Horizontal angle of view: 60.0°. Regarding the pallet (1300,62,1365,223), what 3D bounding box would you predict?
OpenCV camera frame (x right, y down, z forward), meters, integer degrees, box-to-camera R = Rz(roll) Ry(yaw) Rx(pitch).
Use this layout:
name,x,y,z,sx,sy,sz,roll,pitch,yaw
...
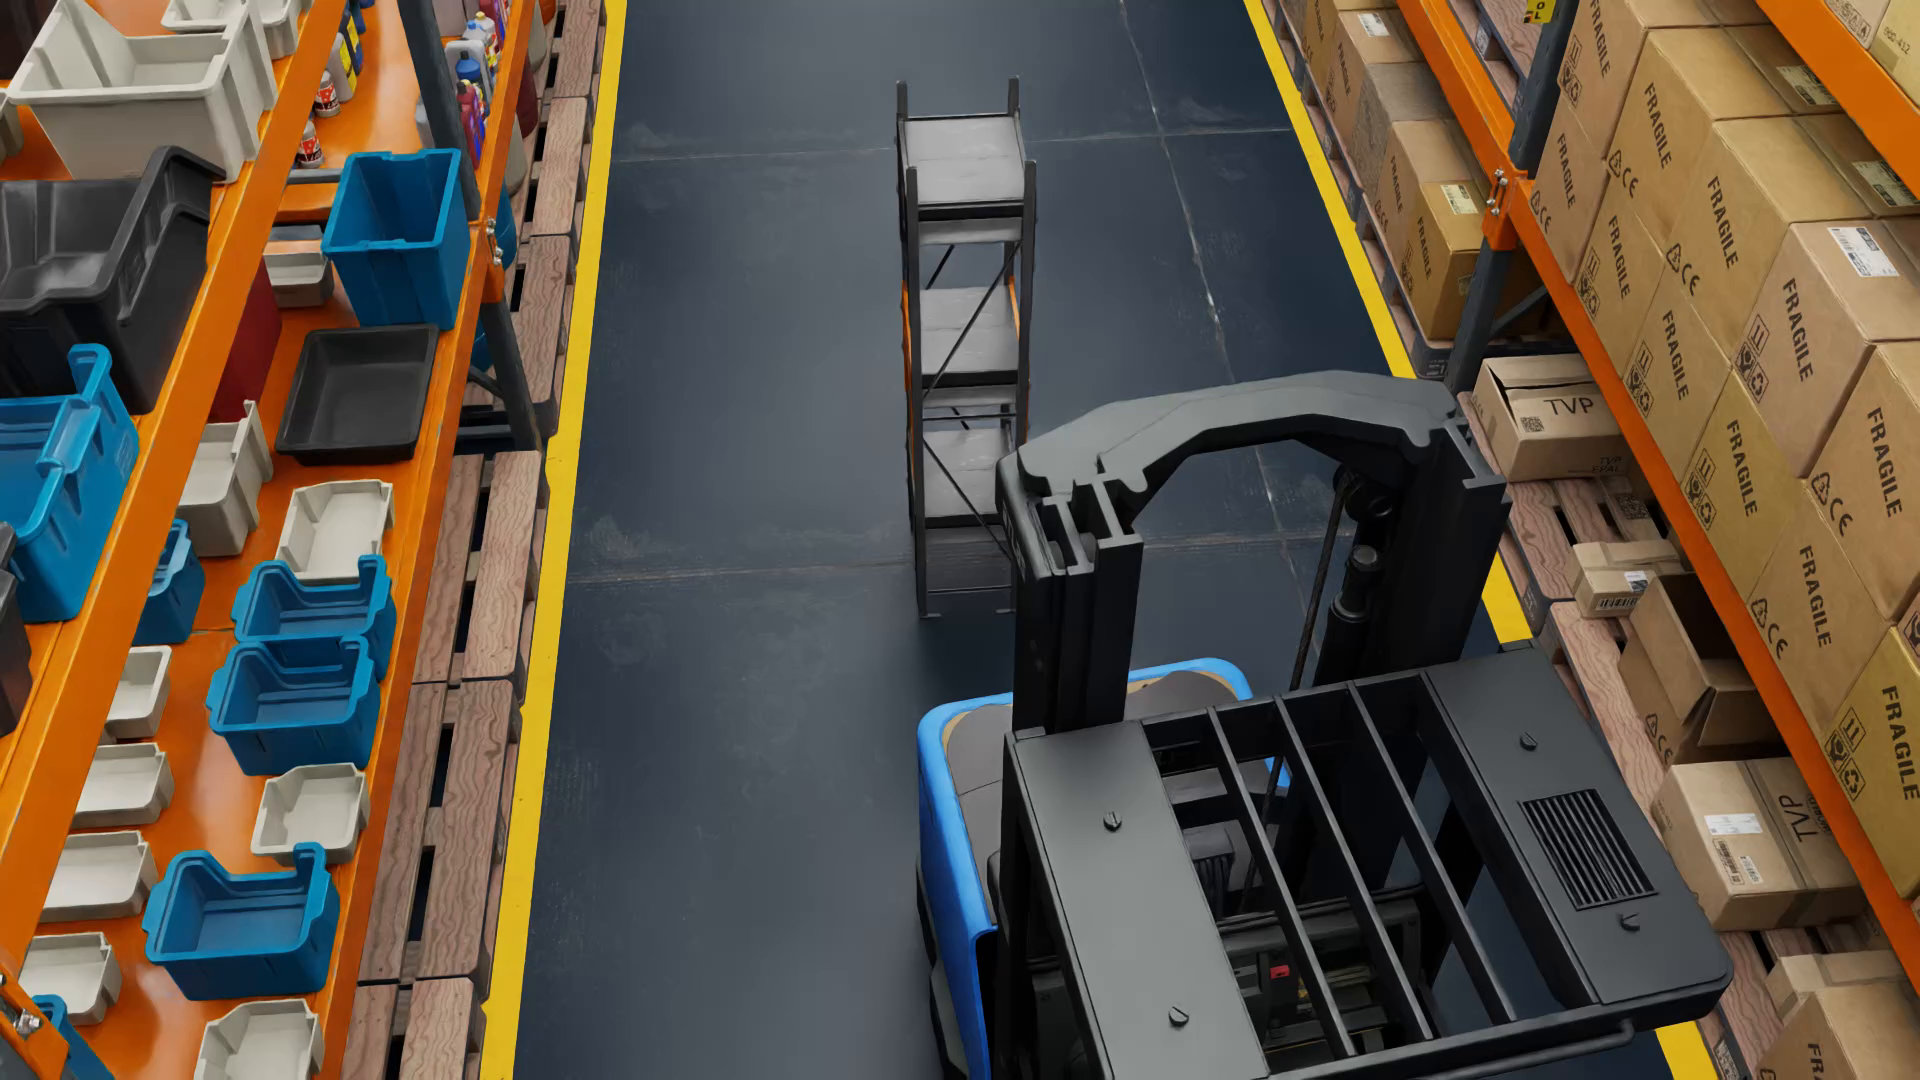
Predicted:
name,x,y,z,sx,sy,sz,roll,pitch,yaw
pallet,2.429,-2.136,8.764,1.003,0.211,1.213,-3,47,-3

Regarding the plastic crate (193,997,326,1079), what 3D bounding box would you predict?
name,x,y,z,sx,sy,sz,roll,pitch,yaw
plastic crate,-1.598,1.203,3.822,0.250,0.136,0.298,-3,47,-3

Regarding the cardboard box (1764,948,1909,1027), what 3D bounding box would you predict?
name,x,y,z,sx,sy,sz,roll,pitch,yaw
cardboard box,2.740,1.416,5.128,0.380,0.166,0.250,-3,47,-3

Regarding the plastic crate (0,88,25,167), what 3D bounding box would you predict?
name,x,y,z,sx,sy,sz,roll,pitch,yaw
plastic crate,-2.382,-0.852,3.743,0.437,0.136,0.530,-3,47,-3

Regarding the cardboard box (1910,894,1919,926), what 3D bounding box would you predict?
name,x,y,z,sx,sy,sz,roll,pitch,yaw
cardboard box,2.666,0.928,3.873,0.500,0.500,0.500,-2,47,-2

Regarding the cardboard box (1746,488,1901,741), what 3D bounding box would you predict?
name,x,y,z,sx,sy,sz,roll,pitch,yaw
cardboard box,2.583,0.192,4.570,0.500,0.500,0.500,-3,47,-3

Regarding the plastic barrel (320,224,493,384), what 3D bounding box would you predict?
name,x,y,z,sx,sy,sz,roll,pitch,yaw
plastic barrel,-2.325,-1.143,7.059,0.600,0.901,0.708,-3,47,-3

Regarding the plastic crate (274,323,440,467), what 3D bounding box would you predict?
name,x,y,z,sx,sy,sz,roll,pitch,yaw
plastic crate,-1.935,-0.458,5.403,0.437,0.125,0.590,-3,47,-3

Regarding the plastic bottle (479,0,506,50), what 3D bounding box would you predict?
name,x,y,z,sx,sy,sz,roll,pitch,yaw
plastic bottle,-1.976,-2.219,7.003,0.061,0.283,0.133,-3,47,-3

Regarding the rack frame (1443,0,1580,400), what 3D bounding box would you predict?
name,x,y,z,sx,sy,sz,roll,pitch,yaw
rack frame,2.640,-1.624,6.359,1.000,3.000,0.127,-3,47,-3

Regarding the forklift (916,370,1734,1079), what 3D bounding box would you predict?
name,x,y,z,sx,sy,sz,roll,pitch,yaw
forklift,0.677,1.199,3.732,1.130,2.935,3.031,-9,47,-9

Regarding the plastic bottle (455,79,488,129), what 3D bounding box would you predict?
name,x,y,z,sx,sy,sz,roll,pitch,yaw
plastic bottle,-1.941,-1.728,6.593,0.097,0.201,0.097,0,47,0

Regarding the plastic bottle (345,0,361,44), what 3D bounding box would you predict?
name,x,y,z,sx,sy,sz,roll,pitch,yaw
plastic bottle,-2.601,-2.197,6.990,0.097,0.271,0.097,0,47,0

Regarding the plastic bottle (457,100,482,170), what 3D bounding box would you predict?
name,x,y,z,sx,sy,sz,roll,pitch,yaw
plastic bottle,-1.902,-1.577,6.394,0.061,0.283,0.133,-3,47,-3

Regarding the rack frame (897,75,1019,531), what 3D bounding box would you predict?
name,x,y,z,sx,sy,sz,roll,pitch,yaw
rack frame,-0.007,-0.779,6.178,0.400,2.100,0.015,-3,47,-3

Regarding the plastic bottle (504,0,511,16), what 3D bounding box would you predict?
name,x,y,z,sx,sy,sz,roll,pitch,yaw
plastic bottle,-2.015,-2.371,7.203,0.097,0.201,0.097,0,47,0

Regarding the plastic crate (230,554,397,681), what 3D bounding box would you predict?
name,x,y,z,sx,sy,sz,roll,pitch,yaw
plastic crate,-1.789,0.237,4.670,0.416,0.233,0.300,-3,47,-3

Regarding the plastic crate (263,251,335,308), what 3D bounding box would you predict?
name,x,y,z,sx,sy,sz,roll,pitch,yaw
plastic crate,-2.400,-0.910,5.823,0.396,0.136,0.243,-3,47,-3

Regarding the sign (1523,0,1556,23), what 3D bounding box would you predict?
name,x,y,z,sx,sy,sz,roll,pitch,yaw
sign,2.087,-1.986,5.904,0.100,0.325,0.005,-3,47,-3

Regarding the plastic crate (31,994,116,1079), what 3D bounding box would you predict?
name,x,y,z,sx,sy,sz,roll,pitch,yaw
plastic crate,-2.176,1.305,3.519,0.616,0.435,0.499,-3,47,-3

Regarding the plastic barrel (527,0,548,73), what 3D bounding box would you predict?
name,x,y,z,sx,sy,sz,roll,pitch,yaw
plastic barrel,-2.437,-2.753,8.852,0.421,0.512,0.421,0,47,0

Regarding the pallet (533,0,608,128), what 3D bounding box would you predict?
name,x,y,z,sx,sy,sz,roll,pitch,yaw
pallet,-2.524,-2.693,9.292,1.003,0.211,1.213,-3,47,-3

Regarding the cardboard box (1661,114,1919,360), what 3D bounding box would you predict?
name,x,y,z,sx,sy,sz,roll,pitch,yaw
cardboard box,2.485,-0.899,4.915,0.500,0.500,0.500,-5,47,-4

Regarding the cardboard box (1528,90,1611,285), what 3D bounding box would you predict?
name,x,y,z,sx,sy,sz,roll,pitch,yaw
cardboard box,2.411,-1.273,5.957,0.500,0.500,0.500,-2,47,-2

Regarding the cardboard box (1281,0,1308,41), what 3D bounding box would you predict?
name,x,y,z,sx,sy,sz,roll,pitch,yaw
cardboard box,2.108,-3.085,9.161,0.500,0.500,0.500,-5,47,-5

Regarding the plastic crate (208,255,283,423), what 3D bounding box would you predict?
name,x,y,z,sx,sy,sz,roll,pitch,yaw
plastic crate,-2.471,-0.707,5.405,0.402,0.464,0.583,-3,47,-3

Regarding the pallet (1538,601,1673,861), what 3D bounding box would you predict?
name,x,y,z,sx,sy,sz,roll,pitch,yaw
pallet,2.802,0.717,6.063,1.003,0.211,1.213,-3,47,-3

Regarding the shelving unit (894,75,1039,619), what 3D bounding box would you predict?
name,x,y,z,sx,sy,sz,roll,pitch,yaw
shelving unit,0.014,-0.602,6.011,0.431,2.100,0.503,-3,47,-3

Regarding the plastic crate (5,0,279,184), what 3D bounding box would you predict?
name,x,y,z,sx,sy,sz,roll,pitch,yaw
plastic crate,-1.839,-1.045,3.826,0.437,0.282,0.530,-3,47,-3

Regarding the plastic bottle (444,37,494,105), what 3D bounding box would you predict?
name,x,y,z,sx,sy,sz,roll,pitch,yaw
plastic bottle,-1.986,-1.906,6.711,0.152,0.276,0.135,-3,47,-3

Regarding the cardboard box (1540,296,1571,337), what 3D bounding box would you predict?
name,x,y,z,sx,sy,sz,roll,pitch,yaw
cardboard box,2.842,-1.281,7.452,0.500,0.500,0.500,-5,47,-5

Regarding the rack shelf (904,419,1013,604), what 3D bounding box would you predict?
name,x,y,z,sx,sy,sz,roll,pitch,yaw
rack shelf,0.014,-0.112,6.529,0.431,0.518,0.480,-3,47,-3

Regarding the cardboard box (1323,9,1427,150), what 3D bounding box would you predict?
name,x,y,z,sx,sy,sz,roll,pitch,yaw
cardboard box,2.194,-2.344,8.459,0.500,0.500,0.500,-5,47,-5

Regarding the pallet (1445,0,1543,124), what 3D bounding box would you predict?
name,x,y,z,sx,sy,sz,roll,pitch,yaw
pallet,2.682,-2.143,6.982,1.003,0.211,1.213,-3,47,-3

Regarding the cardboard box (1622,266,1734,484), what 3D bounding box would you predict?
name,x,y,z,sx,sy,sz,roll,pitch,yaw
cardboard box,2.497,-0.541,5.264,0.500,0.500,0.500,-4,47,-4

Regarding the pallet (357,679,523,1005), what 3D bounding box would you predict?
name,x,y,z,sx,sy,sz,roll,pitch,yaw
pallet,-2.091,1.048,5.749,1.003,0.211,1.213,-3,47,-3

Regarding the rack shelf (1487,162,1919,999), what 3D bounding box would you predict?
name,x,y,z,sx,sy,sz,roll,pitch,yaw
rack shelf,2.807,0.070,5.249,1.077,0.370,4.000,-3,47,-3

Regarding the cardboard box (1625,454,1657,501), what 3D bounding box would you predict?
name,x,y,z,sx,sy,sz,roll,pitch,yaw
cardboard box,2.970,-0.521,6.732,0.500,0.500,0.500,-3,47,-3

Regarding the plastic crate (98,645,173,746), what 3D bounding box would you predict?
name,x,y,z,sx,sy,sz,roll,pitch,yaw
plastic crate,-2.311,0.436,4.548,0.298,0.136,0.250,-3,47,-3

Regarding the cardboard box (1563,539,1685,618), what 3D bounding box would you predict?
name,x,y,z,sx,sy,sz,roll,pitch,yaw
cardboard box,2.542,0.141,6.335,0.380,0.166,0.250,-3,47,-3

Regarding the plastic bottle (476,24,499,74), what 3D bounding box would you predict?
name,x,y,z,sx,sy,sz,roll,pitch,yaw
plastic bottle,-1.977,-2.036,6.886,0.097,0.201,0.097,0,47,0

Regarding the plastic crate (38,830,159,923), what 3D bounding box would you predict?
name,x,y,z,sx,sy,sz,roll,pitch,yaw
plastic crate,-2.220,0.849,4.157,0.396,0.136,0.243,-3,47,-3

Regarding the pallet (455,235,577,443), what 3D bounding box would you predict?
name,x,y,z,sx,sy,sz,roll,pitch,yaw
pallet,-2.319,-0.928,7.620,1.003,0.211,1.213,-3,47,-3

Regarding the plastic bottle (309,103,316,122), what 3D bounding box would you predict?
name,x,y,z,sx,sy,sz,roll,pitch,yaw
plastic bottle,-2.682,-1.813,6.623,0.152,0.276,0.135,-3,47,-3

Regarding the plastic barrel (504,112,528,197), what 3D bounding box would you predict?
name,x,y,z,sx,sy,sz,roll,pitch,yaw
plastic barrel,-2.342,-1.936,8.078,0.421,0.512,0.421,0,47,0

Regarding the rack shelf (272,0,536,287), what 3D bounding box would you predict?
name,x,y,z,sx,sy,sz,roll,pitch,yaw
rack shelf,-2.464,-2.525,7.708,1.077,0.370,4.000,-3,47,-3

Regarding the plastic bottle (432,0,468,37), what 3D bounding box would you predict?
name,x,y,z,sx,sy,sz,roll,pitch,yaw
plastic bottle,-2.184,-2.302,7.086,0.152,0.276,0.135,-3,47,-3

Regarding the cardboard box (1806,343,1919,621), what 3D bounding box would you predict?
name,x,y,z,sx,sy,sz,roll,pitch,yaw
cardboard box,2.572,-0.154,4.209,0.500,0.500,0.500,-2,47,-2

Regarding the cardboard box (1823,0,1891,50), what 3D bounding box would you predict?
name,x,y,z,sx,sy,sz,roll,pitch,yaw
cardboard box,2.512,-1.513,4.291,0.500,0.250,0.500,-3,47,-3

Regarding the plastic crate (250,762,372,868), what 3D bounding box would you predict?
name,x,y,z,sx,sy,sz,roll,pitch,yaw
plastic crate,-1.655,0.712,4.287,0.250,0.136,0.298,-3,47,-3

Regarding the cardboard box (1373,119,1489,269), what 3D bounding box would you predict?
name,x,y,z,sx,sy,sz,roll,pitch,yaw
cardboard box,2.280,-1.614,7.767,0.500,0.500,0.500,-3,47,-3

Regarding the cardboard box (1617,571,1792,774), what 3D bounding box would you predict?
name,x,y,z,sx,sy,sz,roll,pitch,yaw
cardboard box,2.802,0.442,5.818,0.797,0.503,0.637,-3,47,-3

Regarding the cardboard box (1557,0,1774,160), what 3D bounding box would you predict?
name,x,y,z,sx,sy,sz,roll,pitch,yaw
cardboard box,2.399,-1.644,5.620,0.500,0.500,0.500,-2,47,-2

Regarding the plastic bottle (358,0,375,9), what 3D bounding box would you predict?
name,x,y,z,sx,sy,sz,roll,pitch,yaw
plastic bottle,-2.632,-2.462,7.241,0.097,0.271,0.097,0,47,0

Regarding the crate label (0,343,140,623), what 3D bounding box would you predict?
name,x,y,z,sx,sy,sz,roll,pitch,yaw
crate label,-1.717,-0.099,2.951,0.408,0.251,0.502,-3,47,-3

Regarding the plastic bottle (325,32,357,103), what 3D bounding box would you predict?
name,x,y,z,sx,sy,sz,roll,pitch,yaw
plastic bottle,-2.556,-1.963,6.713,0.144,0.351,0.185,-3,47,-3
